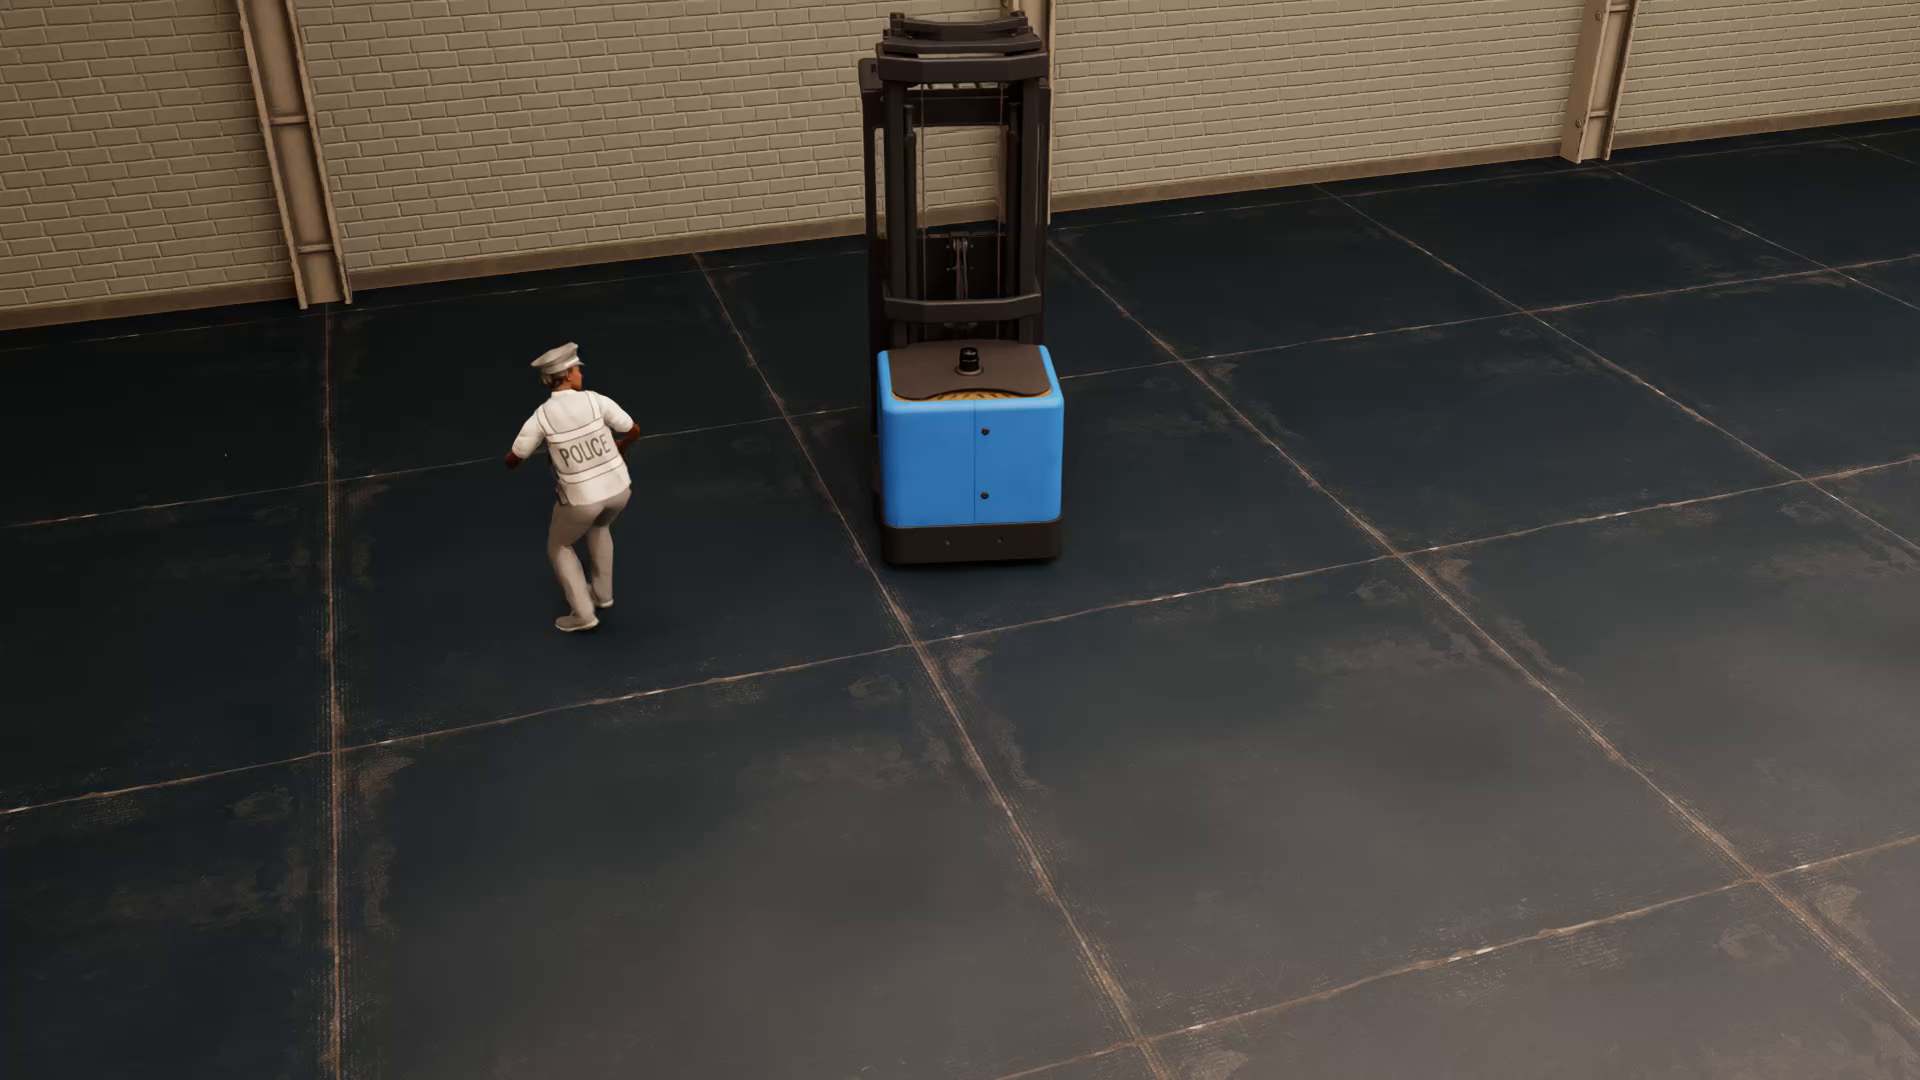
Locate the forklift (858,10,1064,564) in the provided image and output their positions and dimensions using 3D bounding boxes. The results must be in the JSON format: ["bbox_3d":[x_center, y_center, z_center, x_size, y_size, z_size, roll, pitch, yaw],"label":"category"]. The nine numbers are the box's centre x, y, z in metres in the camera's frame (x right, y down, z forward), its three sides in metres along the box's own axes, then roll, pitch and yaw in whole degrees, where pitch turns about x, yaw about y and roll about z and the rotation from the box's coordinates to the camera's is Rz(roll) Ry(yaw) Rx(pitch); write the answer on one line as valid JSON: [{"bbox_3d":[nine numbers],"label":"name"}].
[{"bbox_3d":[-0.042,-1.837,10.280,1.130,2.935,3.031,-2,30,-4],"label":"forklift"}]

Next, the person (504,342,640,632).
[{"bbox_3d":[-2.083,-0.306,8.985,0.700,1.612,0.669,-20,36,-31],"label":"person"}]
